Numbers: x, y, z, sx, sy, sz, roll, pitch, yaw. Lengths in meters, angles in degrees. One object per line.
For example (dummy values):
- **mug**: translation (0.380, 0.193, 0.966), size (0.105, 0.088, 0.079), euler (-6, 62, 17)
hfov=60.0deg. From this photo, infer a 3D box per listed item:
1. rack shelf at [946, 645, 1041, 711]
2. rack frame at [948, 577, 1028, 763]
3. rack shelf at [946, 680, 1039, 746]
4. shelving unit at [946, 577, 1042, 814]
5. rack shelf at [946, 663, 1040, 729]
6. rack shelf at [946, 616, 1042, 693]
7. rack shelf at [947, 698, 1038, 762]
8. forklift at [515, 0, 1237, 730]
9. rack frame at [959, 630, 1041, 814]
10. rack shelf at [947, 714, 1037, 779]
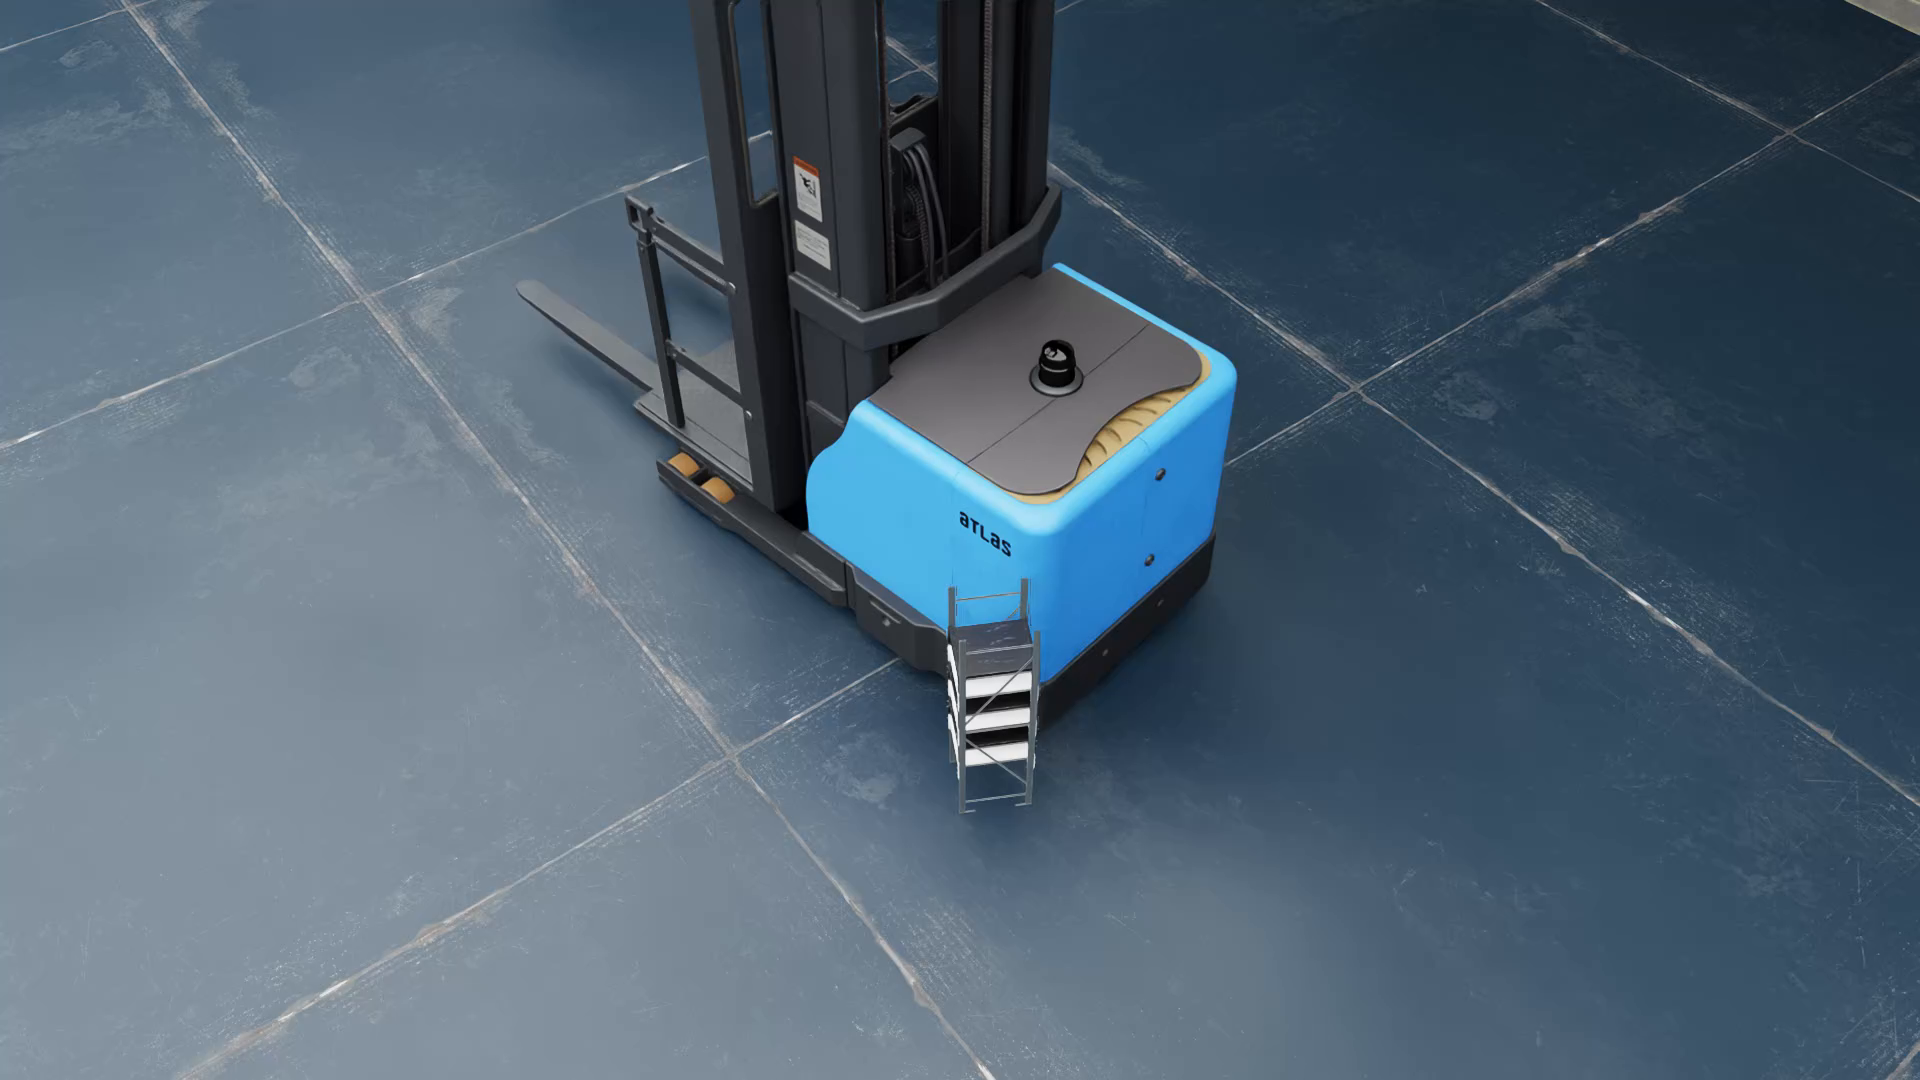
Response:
- **rack shelf**: translation (0.100, 0.405, 5.077), size (0.258, 0.077, 0.200), euler (-7, 48, -6)
- **rack frame**: translation (0.084, 0.429, 5.253), size (0.240, 0.900, 0.006), euler (-7, 48, -6)
- **rack shelf**: translation (0.100, 0.526, 5.211), size (0.258, 0.077, 0.200), euler (-7, 48, -6)
- **shelving unit**: translation (0.100, 0.504, 5.186), size (0.258, 0.900, 0.210), euler (-7, 48, -6)
- **rack shelf**: translation (0.100, 0.466, 5.144), size (0.258, 0.077, 0.200), euler (-7, 48, -6)
- **rack shelf**: translation (0.100, 0.345, 5.011), size (0.258, 0.077, 0.200), euler (-7, 48, -6)
- **rack shelf**: translation (0.100, 0.587, 5.277), size (0.258, 0.077, 0.200), euler (-7, 48, -6)
- **forklift**: translation (-0.516, -1.310, 5.459), size (3.031, 2.935, 1.130), euler (35, 56, 27)
- **rack frame**: translation (0.116, 0.578, 5.118), size (0.240, 0.900, 0.006), euler (-7, 48, -6)
- **rack shelf**: translation (0.100, 0.647, 5.344), size (0.258, 0.077, 0.200), euler (-7, 48, -6)
